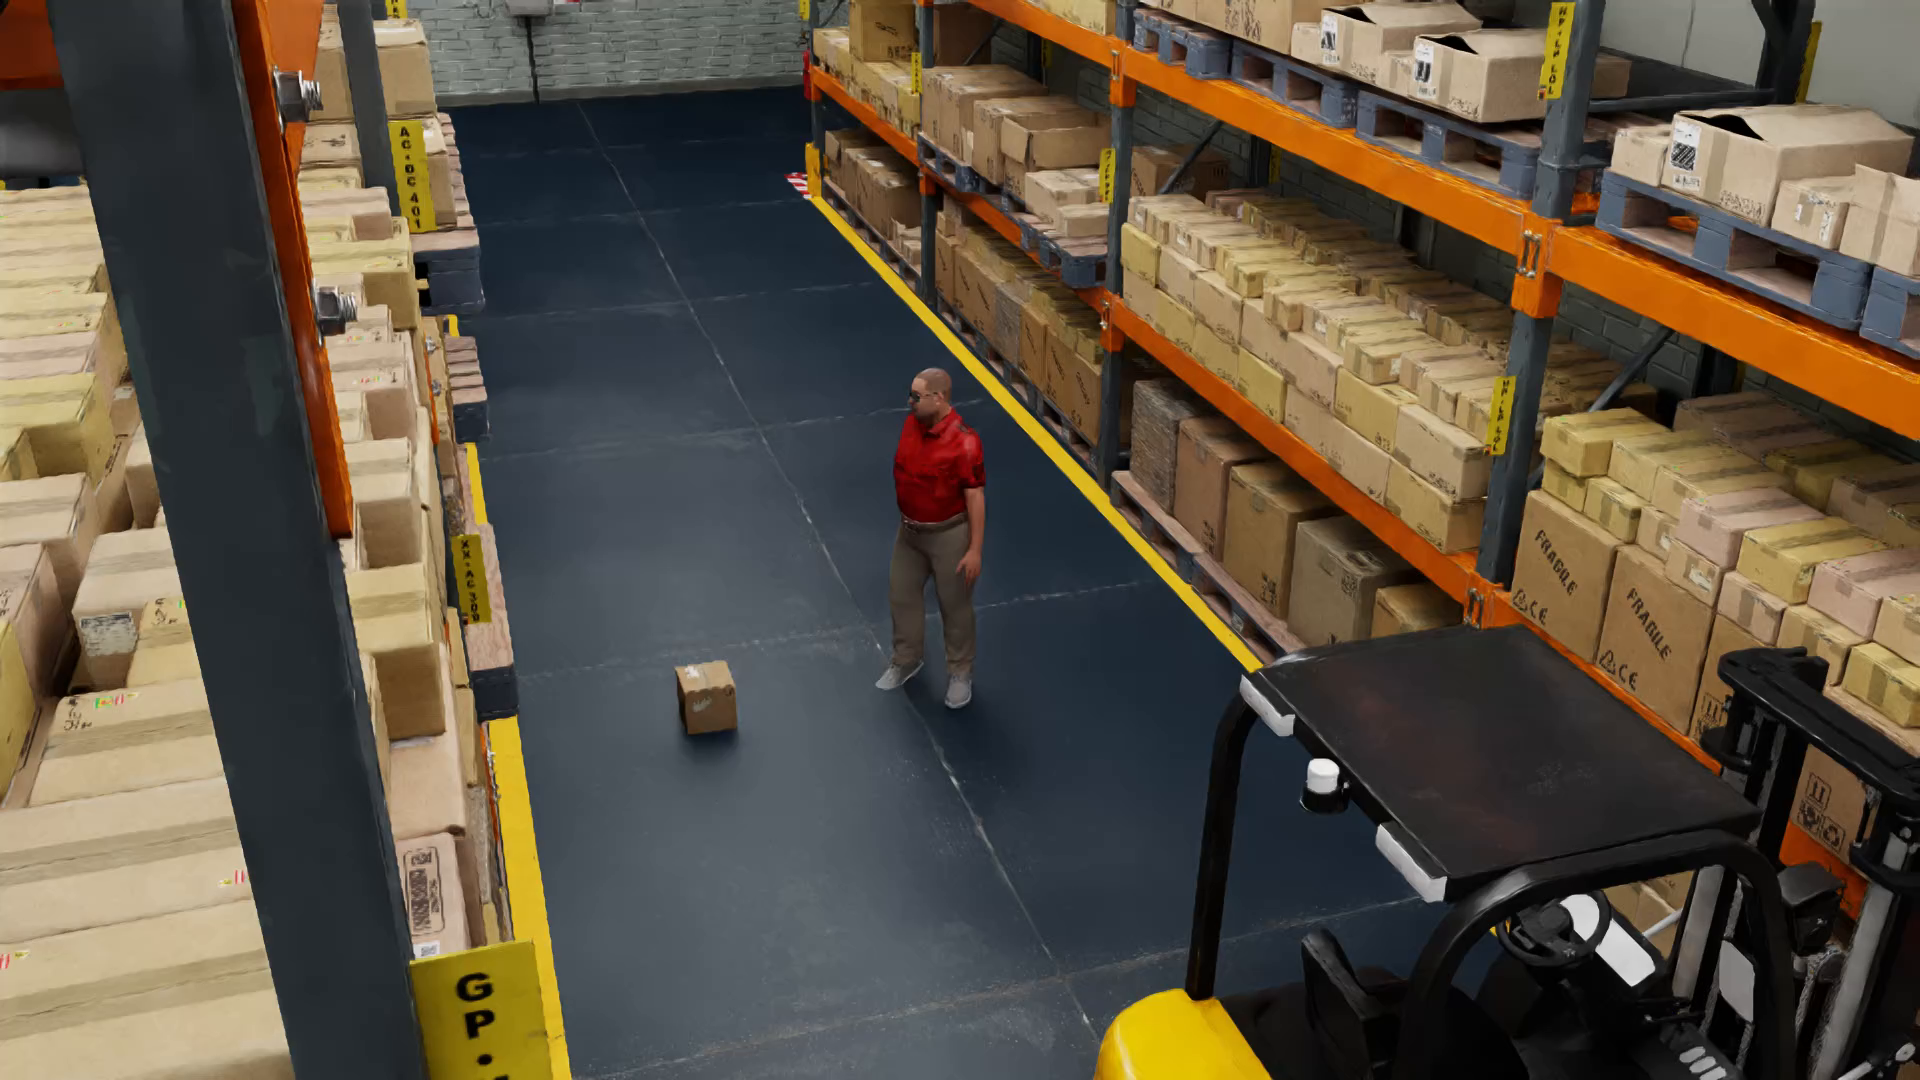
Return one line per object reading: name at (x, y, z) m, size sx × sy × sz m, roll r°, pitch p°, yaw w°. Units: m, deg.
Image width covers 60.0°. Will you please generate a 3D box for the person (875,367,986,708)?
person at (-0.120, 0.021, 8.146) m, size 0.606 × 1.798 × 0.419 m, roll 22°, pitch 33°, yaw 37°
